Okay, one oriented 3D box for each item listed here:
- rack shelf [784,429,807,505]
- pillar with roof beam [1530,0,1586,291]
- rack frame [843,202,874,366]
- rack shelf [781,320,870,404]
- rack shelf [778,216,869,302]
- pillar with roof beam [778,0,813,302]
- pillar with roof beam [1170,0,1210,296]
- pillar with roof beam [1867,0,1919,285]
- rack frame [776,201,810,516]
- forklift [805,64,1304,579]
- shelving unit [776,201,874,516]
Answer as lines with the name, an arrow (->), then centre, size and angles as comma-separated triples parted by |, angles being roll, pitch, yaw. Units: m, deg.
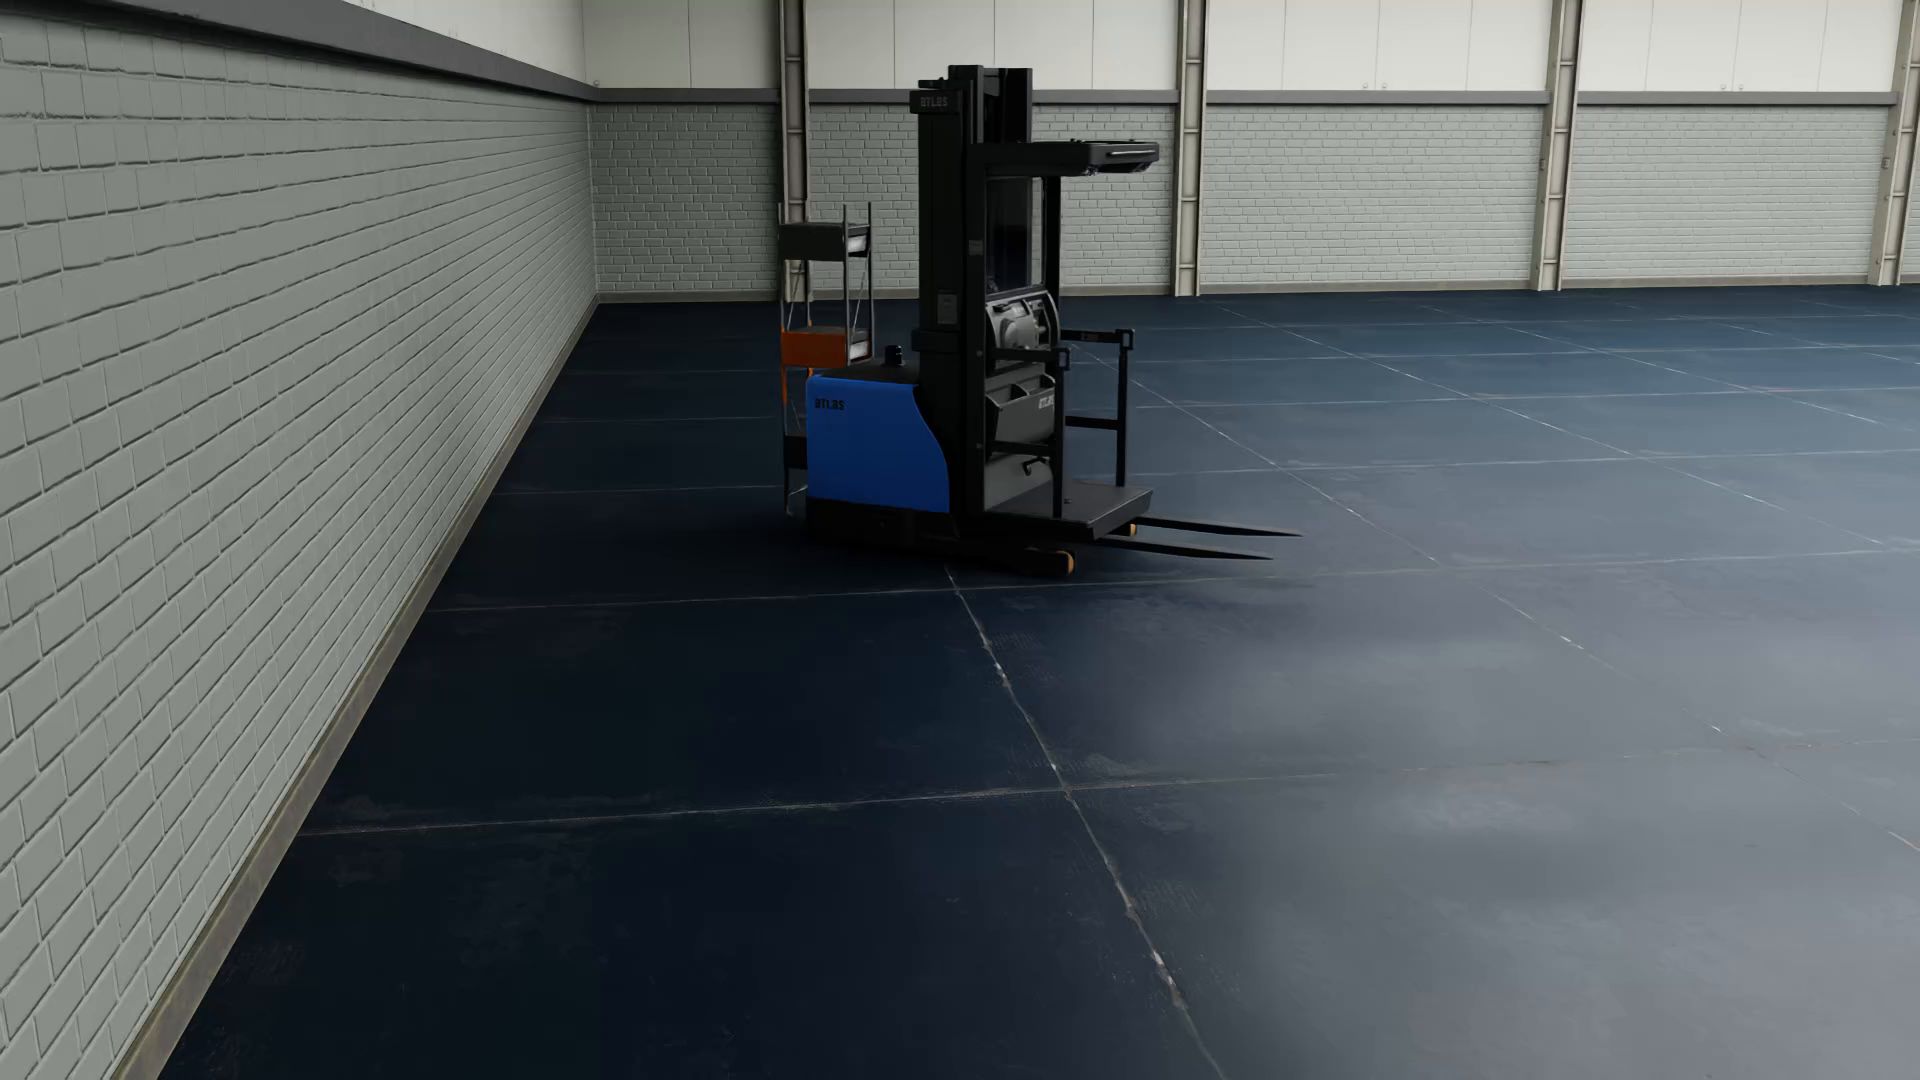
rack shelf -> -0.890, -0.512, 11.380 | 0.480, 0.518, 0.431 | 6, 15, 22
pillar with roof beam -> 10.080, -7.372, 21.617 | 0.400, 9.000, 9.100 | -2, 14, -8
rack frame -> -0.666, -1.181, 11.114 | 0.015, 2.100, 0.400 | 6, 15, 22
rack shelf -> -0.890, -1.191, 11.210 | 0.480, 0.518, 0.431 | 6, 15, 22
rack shelf -> -0.890, -1.870, 11.040 | 0.480, 0.518, 0.431 | 6, 15, 22
pillar with roof beam -> -1.786, -6.937, 19.883 | 0.400, 9.000, 9.100 | -2, 14, -8
pillar with roof beam -> 4.147, -7.154, 20.750 | 0.400, 9.000, 9.100 | -2, 14, -8
pillar with roof beam -> 16.013, -7.589, 22.484 | 0.400, 9.000, 9.100 | -2, 14, -8
rack frame -> -1.115, -1.227, 11.299 | 0.015, 2.100, 0.400 | 6, 15, 22
forklift -> 0.567, -1.341, 10.044 | 3.031, 2.935, 1.130 | 7, 16, 26
shelving unit -> -0.890, -1.204, 11.207 | 0.503, 2.100, 0.431 | 6, 15, 22
